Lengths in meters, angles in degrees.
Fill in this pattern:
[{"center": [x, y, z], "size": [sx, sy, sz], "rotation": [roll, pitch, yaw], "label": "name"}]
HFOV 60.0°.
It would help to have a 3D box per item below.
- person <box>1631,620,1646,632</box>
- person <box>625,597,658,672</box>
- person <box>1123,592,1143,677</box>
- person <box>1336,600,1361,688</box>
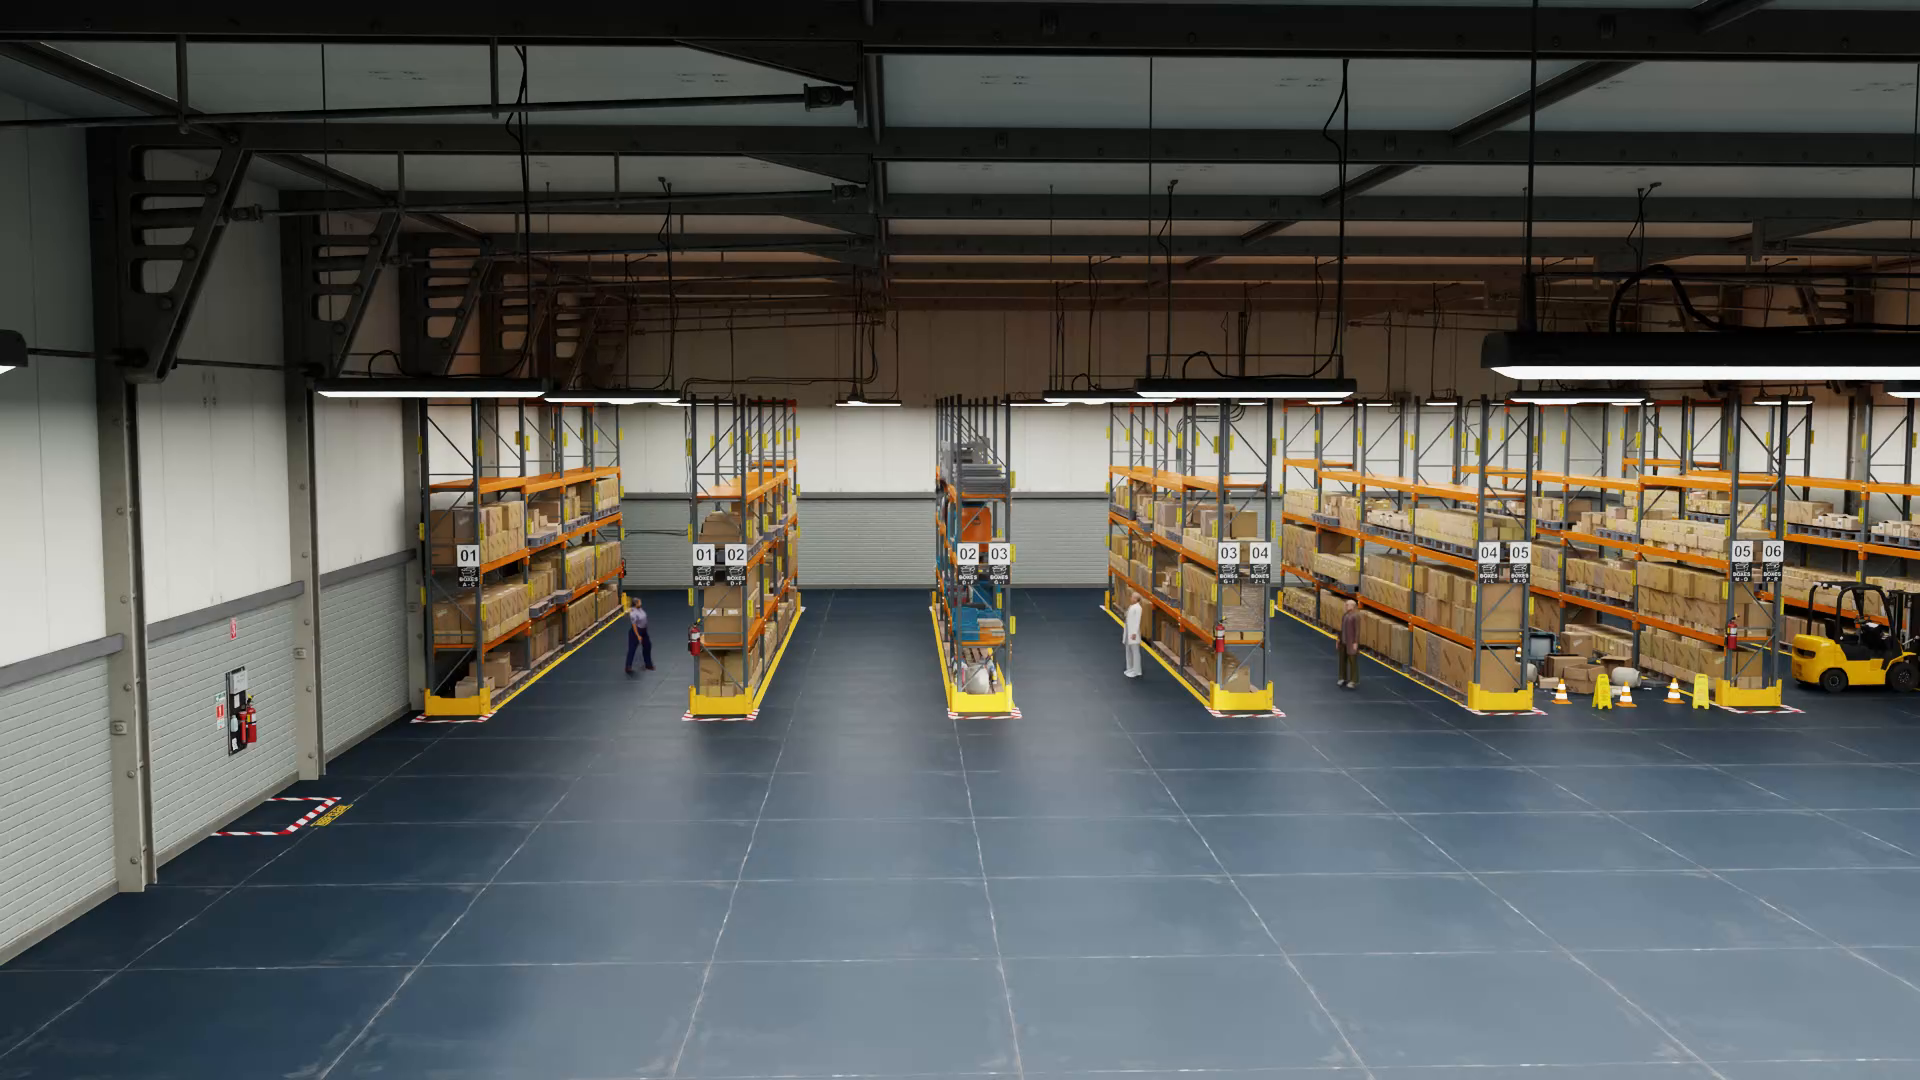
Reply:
[{"center": [17.389, 1.532, 42.504], "size": [0.469, 1.678, 1.015], "rotation": [2, 5, 25], "label": "person"}, {"center": [-6.987, 2.066, 36.298], "size": [0.537, 1.670, 0.659], "rotation": [2, 5, 23], "label": "person"}, {"center": [3.688, 2.016, 35.822], "size": [0.507, 1.780, 0.582], "rotation": [-2, 5, -26], "label": "person"}, {"center": [8.016, 2.124, 34.337], "size": [0.410, 1.788, 0.613], "rotation": [-3, 5, -32], "label": "person"}]
